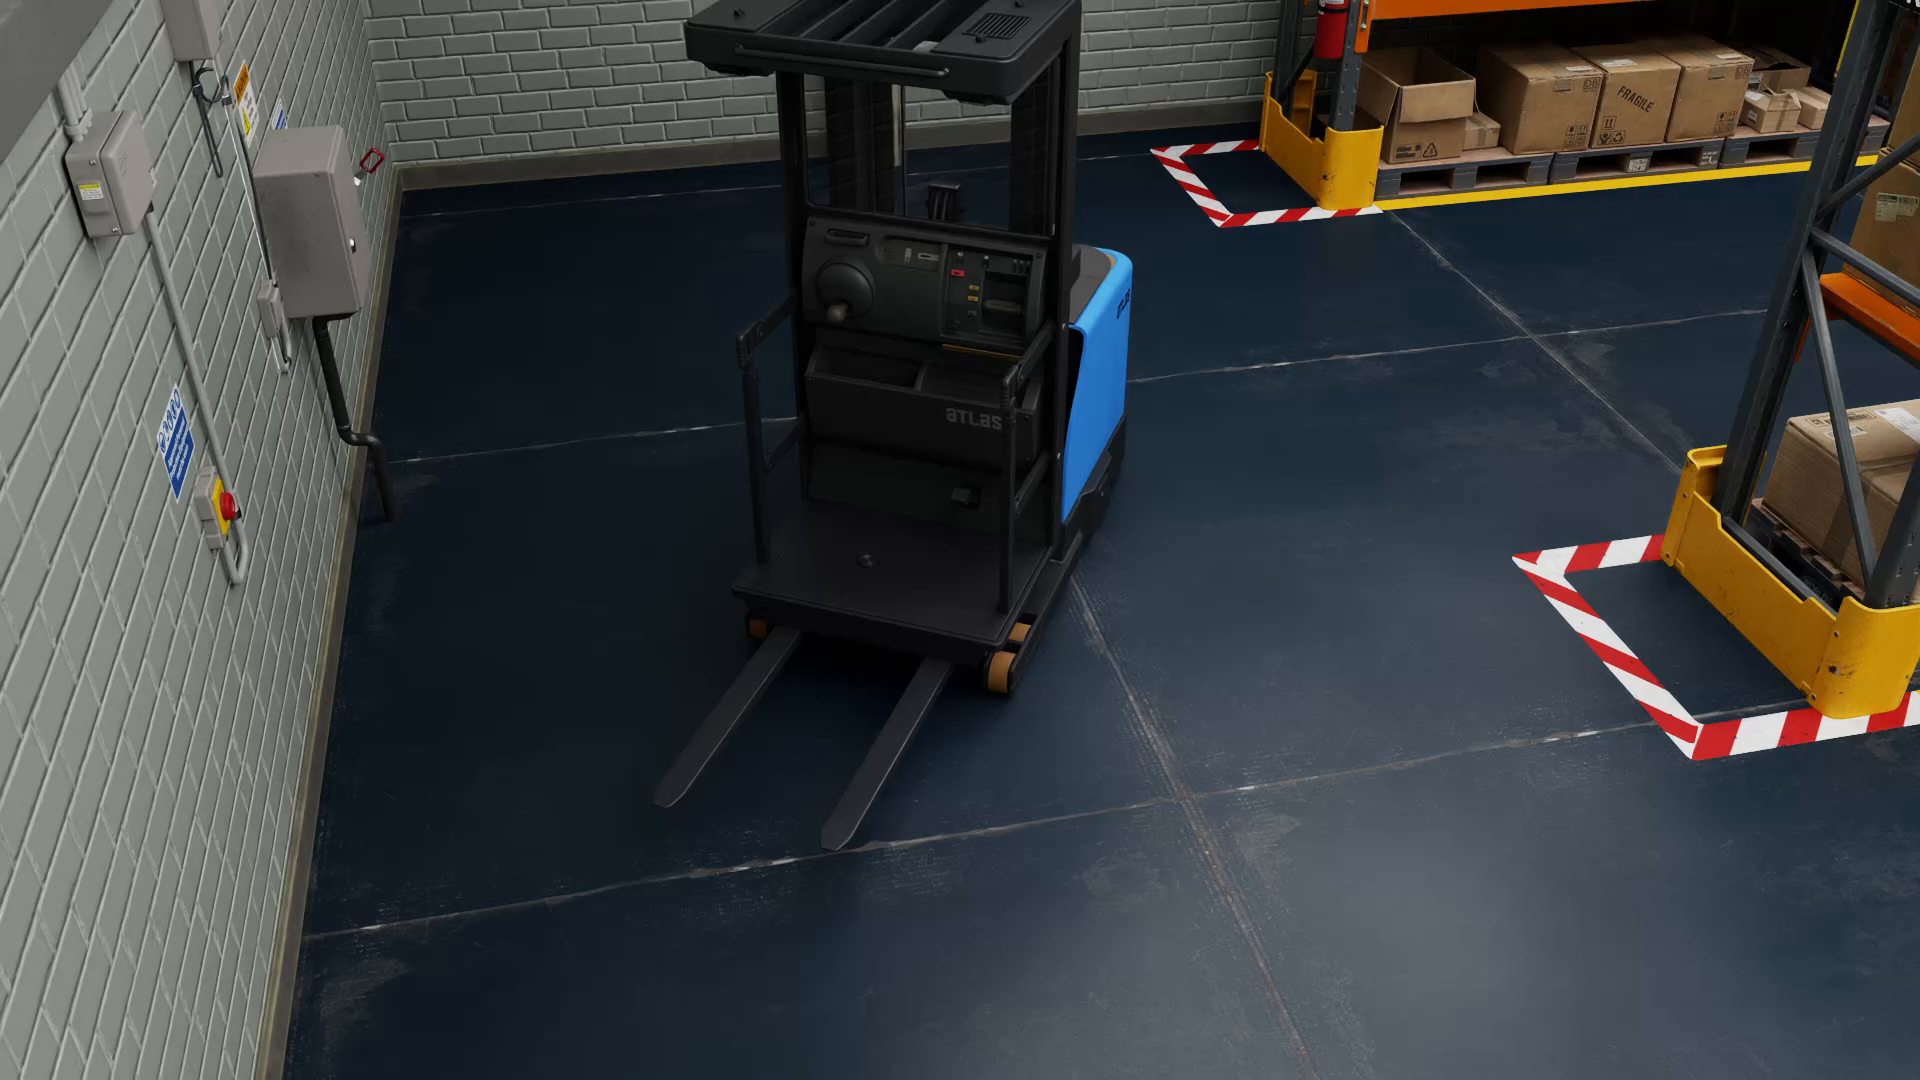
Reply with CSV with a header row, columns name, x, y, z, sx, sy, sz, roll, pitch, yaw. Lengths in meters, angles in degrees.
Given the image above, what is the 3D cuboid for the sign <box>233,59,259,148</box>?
name,x,y,z,sx,sy,sz,roll,pitch,yaw
sign,-2.691,-1.647,6.272,0.001,0.242,0.339,-7,35,-11

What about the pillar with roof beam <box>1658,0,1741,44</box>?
name,x,y,z,sx,sy,sz,roll,pitch,yaw
pillar with roof beam,6.189,-4.651,6.105,0.400,9.000,9.100,-7,35,-11

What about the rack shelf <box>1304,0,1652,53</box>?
name,x,y,z,sx,sy,sz,roll,pitch,yaw
rack shelf,4.167,-3.551,10.495,4.000,0.370,1.077,-7,35,-11

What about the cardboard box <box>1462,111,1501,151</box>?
name,x,y,z,sx,sy,sz,roll,pitch,yaw
cardboard box,3.256,-2.649,10.687,0.250,0.149,0.380,-9,35,-12

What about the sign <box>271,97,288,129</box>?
name,x,y,z,sx,sy,sz,roll,pitch,yaw
sign,-2.812,-1.564,6.973,0.001,0.494,0.329,-7,35,-11

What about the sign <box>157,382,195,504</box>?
name,x,y,z,sx,sy,sz,roll,pitch,yaw
sign,-2.229,-0.279,4.731,0.001,0.218,0.327,-7,35,-11

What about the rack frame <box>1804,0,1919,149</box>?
name,x,y,z,sx,sy,sz,roll,pitch,yaw
rack frame,6.117,-4.095,10.661,0.127,3.000,1.000,-7,35,-11

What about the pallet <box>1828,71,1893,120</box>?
name,x,y,z,sx,sy,sz,roll,pitch,yaw
pallet,6.902,-3.058,11.617,1.213,0.211,1.003,-7,35,-11

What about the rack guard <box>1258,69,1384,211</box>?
name,x,y,z,sx,sy,sz,roll,pitch,yaw
rack guard,2.290,-2.575,10.638,0.348,0.500,1.175,-7,35,-11

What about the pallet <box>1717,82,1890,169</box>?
name,x,y,z,sx,sy,sz,roll,pitch,yaw
pallet,5.447,-2.853,11.313,1.213,0.211,1.003,-7,35,-11

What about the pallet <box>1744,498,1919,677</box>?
name,x,y,z,sx,sy,sz,roll,pitch,yaw
pallet,4.077,0.111,6.895,1.213,0.211,1.003,-7,35,-11

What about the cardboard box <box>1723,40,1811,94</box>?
name,x,y,z,sx,sy,sz,roll,pitch,yaw
cardboard box,5.421,-3.200,11.363,0.500,0.311,0.500,-6,34,-9

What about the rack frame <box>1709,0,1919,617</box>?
name,x,y,z,sx,sy,sz,roll,pitch,yaw
rack frame,3.314,-0.906,5.908,0.127,3.000,1.000,-7,35,-11

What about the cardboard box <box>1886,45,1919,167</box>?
name,x,y,z,sx,sy,sz,roll,pitch,yaw
cardboard box,3.732,-1.552,5.883,0.500,0.500,0.500,-6,34,-9

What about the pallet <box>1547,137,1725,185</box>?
name,x,y,z,sx,sy,sz,roll,pitch,yaw
pallet,4.255,-2.701,11.086,1.213,0.211,1.003,-7,35,-11

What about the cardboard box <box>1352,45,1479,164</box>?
name,x,y,z,sx,sy,sz,roll,pitch,yaw
cardboard box,2.833,-2.765,10.542,0.637,0.503,0.797,-9,35,-12

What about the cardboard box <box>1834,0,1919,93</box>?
name,x,y,z,sx,sy,sz,roll,pitch,yaw
cardboard box,6.531,-3.453,11.570,0.500,0.500,0.500,-7,35,-11

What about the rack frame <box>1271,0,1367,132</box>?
name,x,y,z,sx,sy,sz,roll,pitch,yaw
rack frame,2.216,-3.603,9.928,0.127,3.000,1.000,-7,35,-11

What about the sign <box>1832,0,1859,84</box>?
name,x,y,z,sx,sy,sz,roll,pitch,yaw
sign,3.208,-1.782,5.962,0.005,0.325,0.100,-7,35,-11

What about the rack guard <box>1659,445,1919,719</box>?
name,x,y,z,sx,sy,sz,roll,pitch,yaw
rack guard,3.291,0.135,6.601,0.348,0.500,1.175,-7,35,-11

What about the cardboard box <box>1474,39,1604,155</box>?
name,x,y,z,sx,sy,sz,roll,pitch,yaw
cardboard box,3.676,-2.848,10.668,0.500,0.500,0.700,-6,34,-9

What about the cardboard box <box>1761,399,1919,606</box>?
name,x,y,z,sx,sy,sz,roll,pitch,yaw
cardboard box,3.936,-0.152,6.707,0.875,0.438,0.875,-8,35,-12

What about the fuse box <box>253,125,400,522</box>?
name,x,y,z,sx,sy,sz,roll,pitch,yaw
fuse box,-2.501,-0.825,6.944,0.414,1.711,0.539,-7,35,-11

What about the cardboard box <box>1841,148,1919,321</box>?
name,x,y,z,sx,sy,sz,roll,pitch,yaw
cardboard box,3.727,-1.151,6.183,0.500,0.500,0.500,-7,34,-10

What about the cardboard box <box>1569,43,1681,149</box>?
name,x,y,z,sx,sy,sz,roll,pitch,yaw
cardboard box,4.213,-2.858,10.684,0.500,0.500,0.500,-7,34,-10

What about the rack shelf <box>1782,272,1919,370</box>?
name,x,y,z,sx,sy,sz,roll,pitch,yaw
rack shelf,5.265,-0.853,6.475,4.000,0.370,1.077,-7,35,-11

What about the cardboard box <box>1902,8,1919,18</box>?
name,x,y,z,sx,sy,sz,roll,pitch,yaw
cardboard box,6.413,-3.703,11.360,0.250,0.149,0.380,-9,35,-12

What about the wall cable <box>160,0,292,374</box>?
name,x,y,z,sx,sy,sz,roll,pitch,yaw
wall cable,-2.504,-1.392,5.720,0.122,1.984,0.588,-7,35,-11

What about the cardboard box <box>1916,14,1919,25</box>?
name,x,y,z,sx,sy,sz,roll,pitch,yaw
cardboard box,6.526,-3.400,10.910,0.250,0.149,0.380,-6,34,-8

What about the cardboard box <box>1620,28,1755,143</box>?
name,x,y,z,sx,sy,sz,roll,pitch,yaw
cardboard box,4.688,-2.975,10.858,0.500,0.500,0.700,-8,35,-12

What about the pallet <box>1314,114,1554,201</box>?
name,x,y,z,sx,sy,sz,roll,pitch,yaw
pallet,3.067,-2.553,10.866,1.213,0.211,1.003,-7,35,-11

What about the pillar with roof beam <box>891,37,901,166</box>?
name,x,y,z,sx,sy,sz,roll,pitch,yaw
pillar with roof beam,0.337,-3.913,5.006,0.400,9.000,9.100,-7,35,-11

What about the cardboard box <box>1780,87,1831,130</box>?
name,x,y,z,sx,sy,sz,roll,pitch,yaw
cardboard box,5.639,-2.858,10.998,0.250,0.149,0.380,-8,35,-12

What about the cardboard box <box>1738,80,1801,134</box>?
name,x,y,z,sx,sy,sz,roll,pitch,yaw
cardboard box,5.290,-2.862,10.900,0.258,0.266,0.396,-6,34,-9

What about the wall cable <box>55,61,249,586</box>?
name,x,y,z,sx,sy,sz,roll,pitch,yaw
wall cable,-2.180,-0.635,4.565,0.123,1.953,0.585,-7,35,-11

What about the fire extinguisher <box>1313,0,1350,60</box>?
name,x,y,z,sx,sy,sz,roll,pitch,yaw
fire extinguisher,2.174,-3.147,9.652,0.183,0.674,0.296,-7,35,-11

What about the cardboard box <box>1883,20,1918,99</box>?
name,x,y,z,sx,sy,sz,roll,pitch,yaw
cardboard box,6.639,-3.169,11.147,0.500,0.500,0.500,-6,34,-8

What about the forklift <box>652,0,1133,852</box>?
name,x,y,z,sx,sy,sz,roll,pitch,yaw
forklift,-0.210,-0.886,5.939,1.130,2.935,3.031,11,35,16
